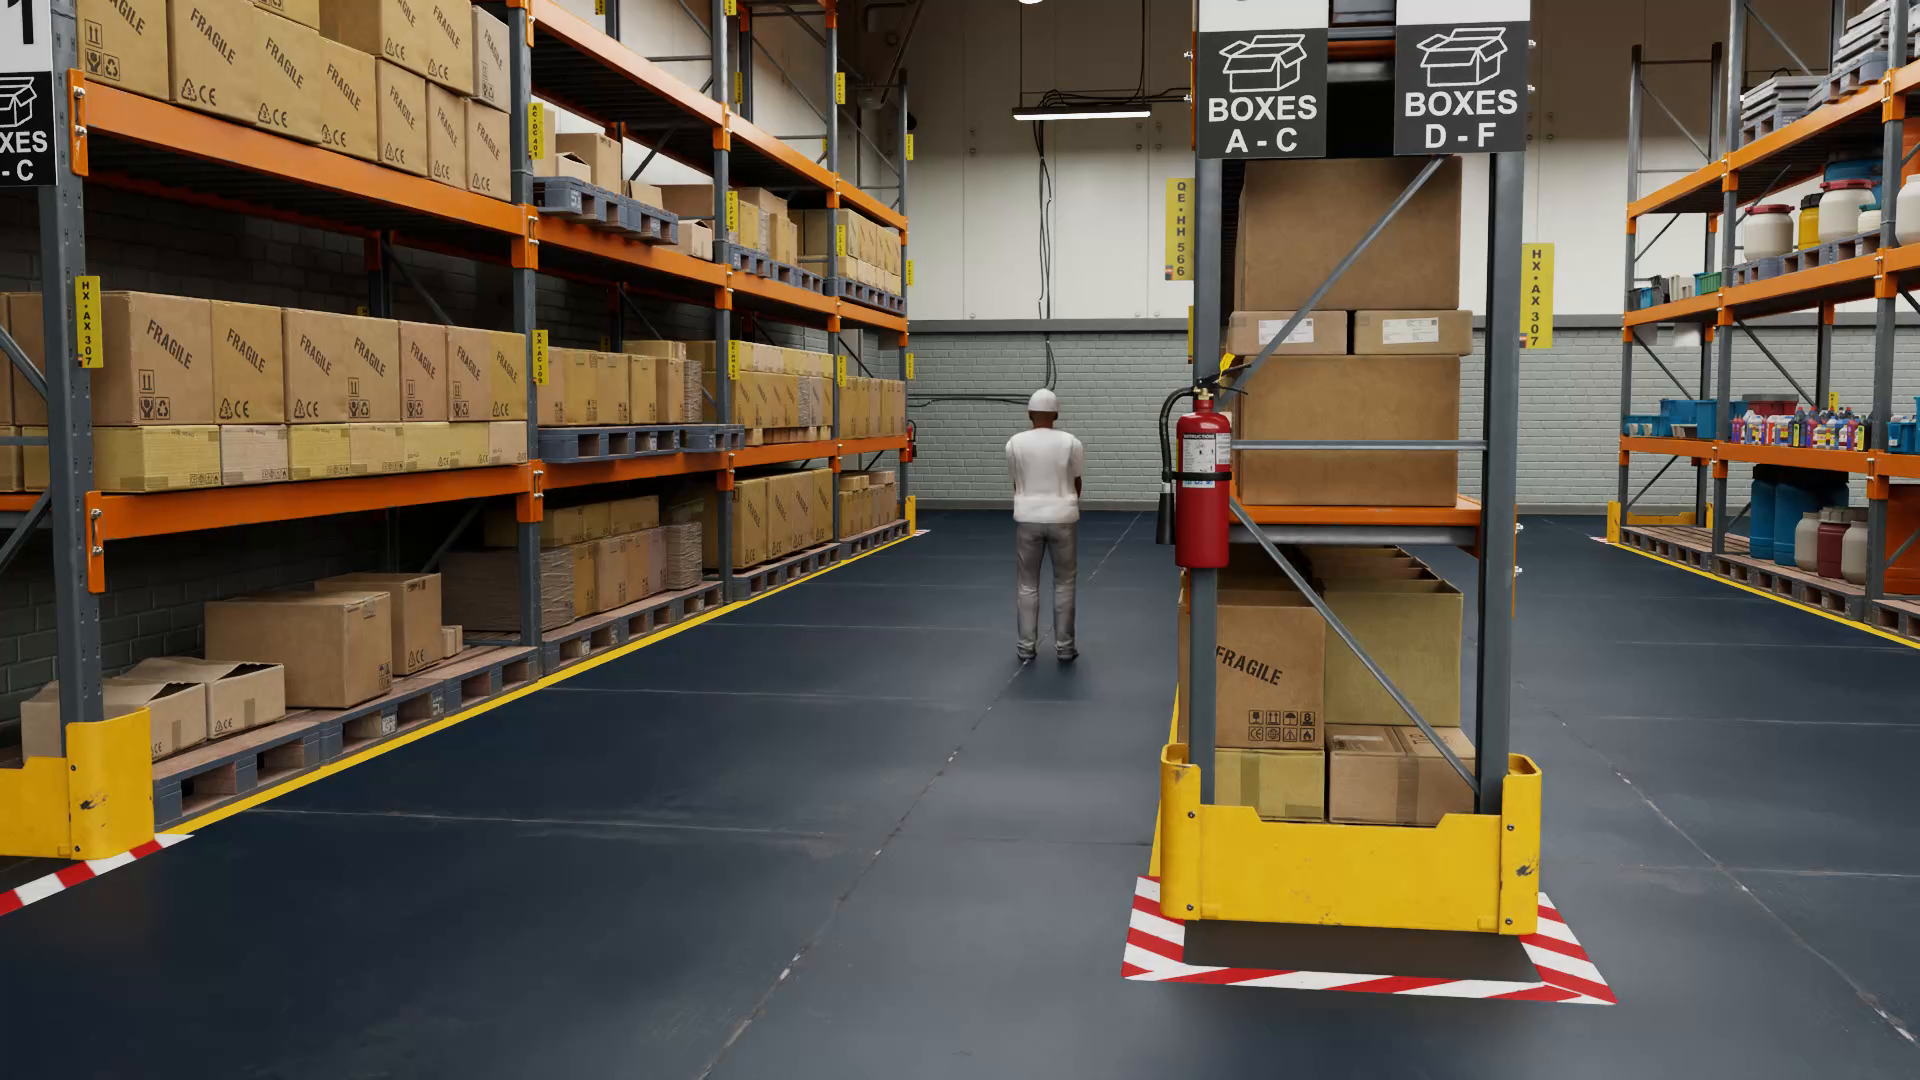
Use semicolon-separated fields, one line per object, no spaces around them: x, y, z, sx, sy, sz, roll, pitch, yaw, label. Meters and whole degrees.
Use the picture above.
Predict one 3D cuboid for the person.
0.566;-0.110;10.963;0.503;1.758;0.577;1;5;10;person
